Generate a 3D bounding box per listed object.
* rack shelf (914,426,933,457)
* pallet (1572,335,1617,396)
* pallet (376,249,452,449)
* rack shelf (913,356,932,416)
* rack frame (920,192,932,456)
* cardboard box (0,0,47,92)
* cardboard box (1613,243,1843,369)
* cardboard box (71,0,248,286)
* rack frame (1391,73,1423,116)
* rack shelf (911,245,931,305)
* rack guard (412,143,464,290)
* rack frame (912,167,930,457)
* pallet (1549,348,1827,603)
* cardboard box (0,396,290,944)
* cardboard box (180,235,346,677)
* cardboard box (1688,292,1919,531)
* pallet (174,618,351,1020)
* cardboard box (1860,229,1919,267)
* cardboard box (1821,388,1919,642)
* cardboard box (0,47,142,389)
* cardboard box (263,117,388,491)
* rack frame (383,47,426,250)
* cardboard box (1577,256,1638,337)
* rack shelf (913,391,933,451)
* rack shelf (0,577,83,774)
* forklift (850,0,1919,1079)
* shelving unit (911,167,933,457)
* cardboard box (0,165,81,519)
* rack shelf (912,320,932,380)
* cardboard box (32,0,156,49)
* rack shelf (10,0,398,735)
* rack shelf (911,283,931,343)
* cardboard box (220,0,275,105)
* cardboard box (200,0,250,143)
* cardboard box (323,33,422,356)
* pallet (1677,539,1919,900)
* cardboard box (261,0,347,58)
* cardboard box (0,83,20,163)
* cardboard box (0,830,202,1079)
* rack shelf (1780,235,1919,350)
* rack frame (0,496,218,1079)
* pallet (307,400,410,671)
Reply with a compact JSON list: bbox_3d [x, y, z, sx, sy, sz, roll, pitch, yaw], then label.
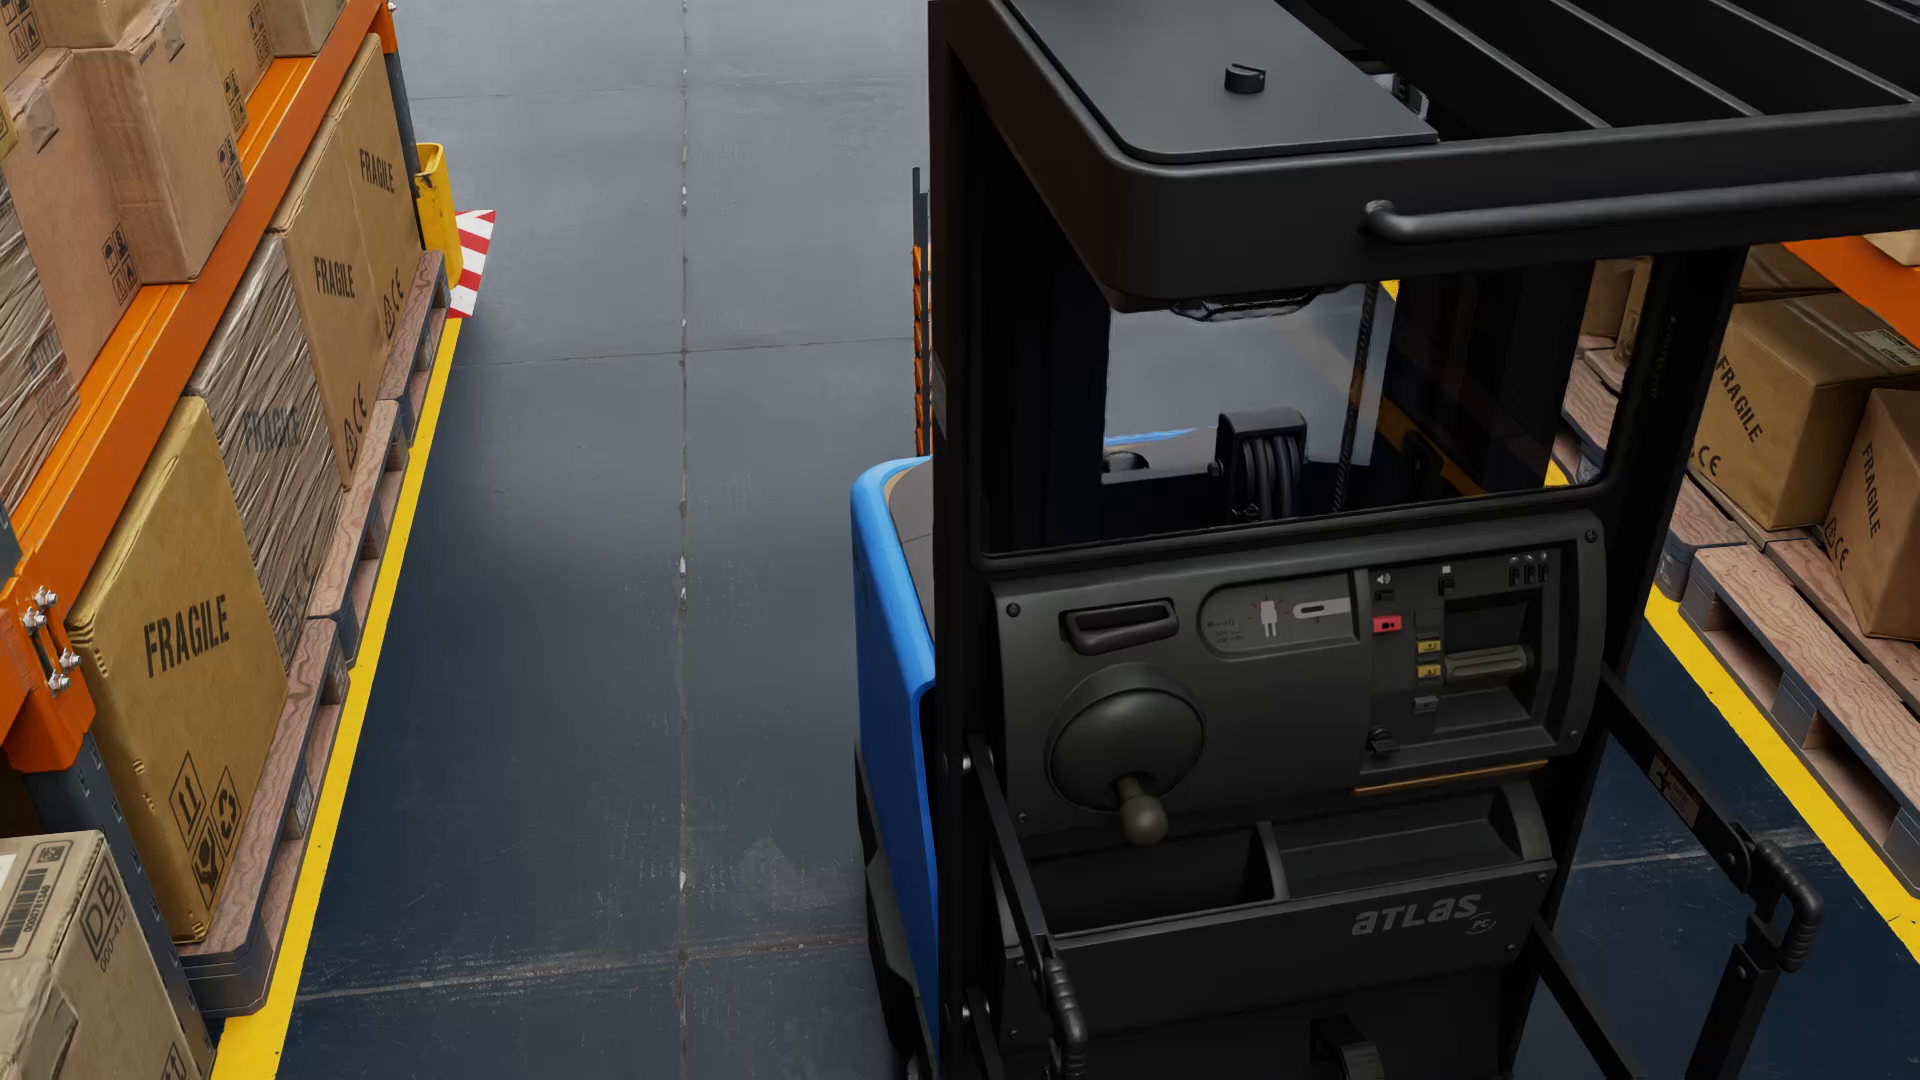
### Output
[{"bbox_3d":[-0.002,-0.269,5.084,0.258,0.103,0.180,-4,35,-6],"label":"rack shelf"},{"bbox_3d":[2.375,-0.951,6.458,1.003,0.211,1.213,-4,35,-6],"label":"pallet"},{"bbox_3d":[-2.452,-0.690,6.075,1.003,0.211,1.213,-4,35,-6],"label":"pallet"},{"bbox_3d":[-0.002,-0.467,4.949,0.258,0.103,0.180,-4,35,-6],"label":"rack shelf"},{"bbox_3d":[0.010,-0.453,4.849,0.240,1.200,0.006,-4,35,-6],"label":"rack frame"},{"bbox_3d":[-2.304,-1.065,3.057,0.875,0.550,0.550,-4,35,-6],"label":"cardboard box"},{"bbox_3d":[2.538,-0.711,5.476,0.500,0.500,0.500,-1,34,-2],"label":"cardboard box"},{"bbox_3d":[-2.213,-0.932,3.822,0.875,0.550,0.550,-4,35,-6],"label":"cardboard box"},{"bbox_3d":[2.291,-2.601,6.404,1.000,3.000,0.127,-4,35,-6],"label":"rack frame"},{"bbox_3d":[-0.002,-0.765,4.746,0.258,0.103,0.180,-4,35,-6],"label":"rack shelf"},{"bbox_3d":[-2.641,-1.263,6.659,1.175,0.500,0.348,-4,35,-6],"label":"rack guard"},{"bbox_3d":[-0.014,-0.555,4.999,0.240,1.200,0.006,-4,35,-6],"label":"rack frame"},{"bbox_3d":[2.536,-0.271,5.461,1.003,0.211,1.213,-4,35,-6],"label":"pallet"},{"bbox_3d":[-2.115,0.298,3.663,0.875,0.875,0.875,-4,34,-6],"label":"cardboard box"},{"bbox_3d":[-2.240,-0.205,4.400,0.875,0.875,0.875,-4,34,-6],"label":"cardboard box"},{"bbox_3d":[2.569,-0.396,5.014,0.500,0.500,0.500,-7,35,-11],"label":"cardboard box"},{"bbox_3d":[-2.124,0.672,4.077,1.003,0.211,1.213,-4,35,-6],"label":"pallet"},{"bbox_3d":[2.366,-0.779,3.952,0.380,0.149,0.250,-4,35,-6],"label":"cardboard box"},{"bbox_3d":[2.730,-0.055,4.514,0.500,0.500,0.500,6,35,9],"label":"cardboard box"},{"bbox_3d":[-2.257,-0.622,3.366,0.875,0.550,0.550,-4,35,-6],"label":"cardboard box"},{"bbox_3d":[-2.360,-0.713,5.147,0.875,0.875,0.875,-5,35,-7],"label":"cardboard box"},{"bbox_3d":[-2.638,-2.282,5.935,1.000,3.000,0.127,-4,35,-6],"label":"rack frame"},{"bbox_3d":[2.473,-1.061,5.991,0.500,0.500,0.500,4,35,6],"label":"cardboard box"},{"bbox_3d":[-0.002,-0.368,5.017,0.258,0.103,0.180,-4,35,-6],"label":"rack shelf"},{"bbox_3d":[-1.831,1.363,1.225,1.077,0.370,4.000,-4,35,-6],"label":"rack shelf"},{"bbox_3d":[0.556,0.263,2.261,1.130,2.935,3.031,-7,35,-10],"label":"forklift"},{"bbox_3d":[-0.002,-0.504,4.924,0.258,1.200,0.189,-4,35,-6],"label":"shelving unit"},{"bbox_3d":[-2.161,-0.317,2.918,0.875,0.550,0.550,-4,35,-6],"label":"cardboard box"},{"bbox_3d":[-0.002,-0.566,4.881,0.258,0.103,0.180,-4,35,-6],"label":"rack shelf"},{"bbox_3d":[-2.241,-1.377,3.514,0.875,0.550,0.550,-4,35,-6],"label":"cardboard box"},{"bbox_3d":[-2.369,-0.869,4.500,1.077,0.370,4.000,-4,35,-6],"label":"rack shelf"},{"bbox_3d":[-0.002,-0.665,4.814,0.258,0.103,0.180,-4,35,-6],"label":"rack shelf"},{"bbox_3d":[-2.496,-1.513,4.674,0.875,0.550,0.550,-4,35,-6],"label":"cardboard box"},{"bbox_3d":[-2.384,-1.221,4.244,0.875,0.550,0.500,-4,35,-6],"label":"cardboard box"},{"bbox_3d":[-2.481,-1.204,5.867,0.875,0.875,0.875,-4,34,-6],"label":"cardboard box"},{"bbox_3d":[2.704,0.411,4.460,1.003,0.211,1.213,-4,35,-6],"label":"pallet"},{"bbox_3d":[-2.447,-1.835,5.146,0.875,0.550,0.550,-4,35,-6],"label":"cardboard box"},{"bbox_3d":[-2.115,-0.767,2.619,0.875,0.550,0.550,-4,35,-6],"label":"cardboard box"},{"bbox_3d":[-1.927,1.046,2.677,1.050,0.750,0.750,-5,35,-7],"label":"cardboard box"},{"bbox_3d":[2.560,-1.188,4.969,1.077,0.370,4.000,-4,35,-6],"label":"rack shelf"},{"bbox_3d":[-2.100,-0.050,2.660,1.000,3.000,0.127,-4,35,-6],"label":"rack frame"},{"bbox_3d":[-2.292,-0.010,5.078,1.003,0.211,1.213,-4,35,-6],"label":"pallet"}]
